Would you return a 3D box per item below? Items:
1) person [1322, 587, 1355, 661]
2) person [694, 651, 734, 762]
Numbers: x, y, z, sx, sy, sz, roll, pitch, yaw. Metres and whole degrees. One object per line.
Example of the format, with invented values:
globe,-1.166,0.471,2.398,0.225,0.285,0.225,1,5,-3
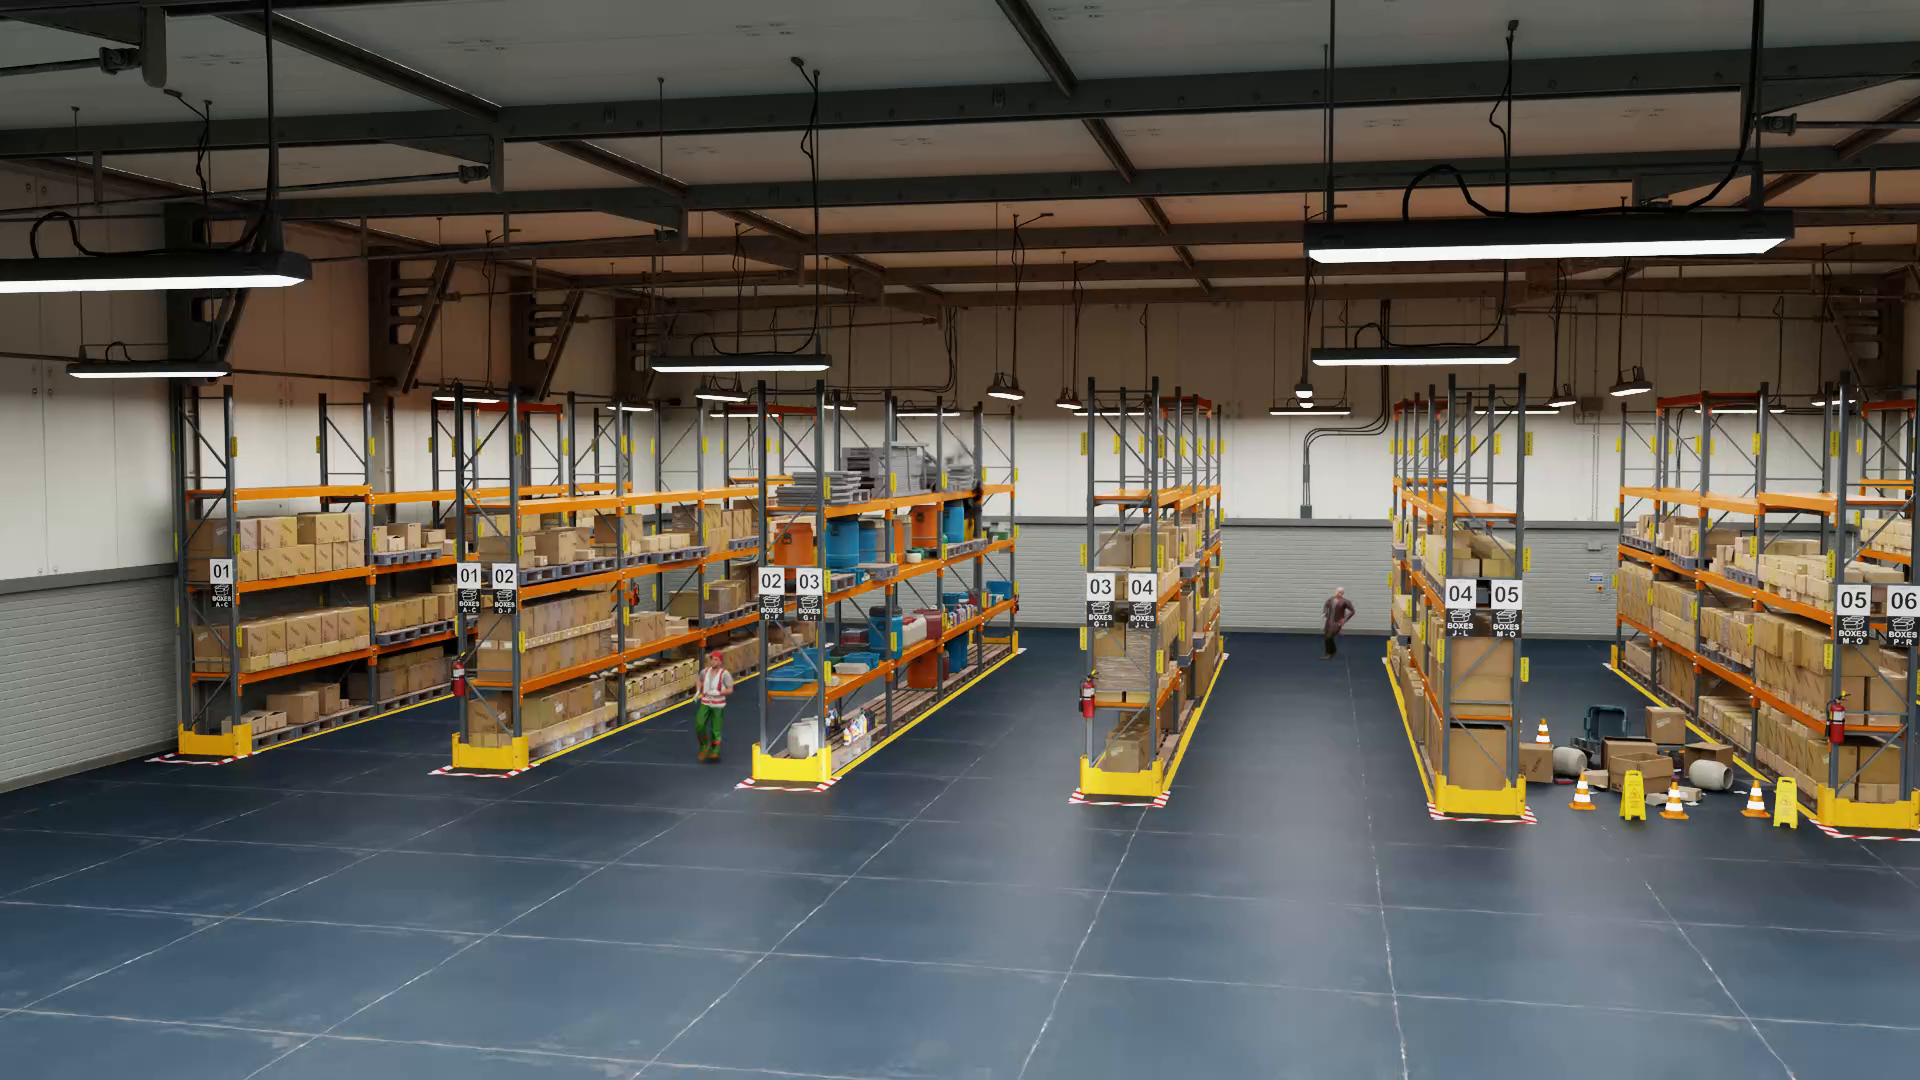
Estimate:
person,8.789,1.971,38.898,0.602,1.741,0.790,-3,4,-41
person,-3.922,2.643,26.417,0.671,1.757,0.629,0,3,7
